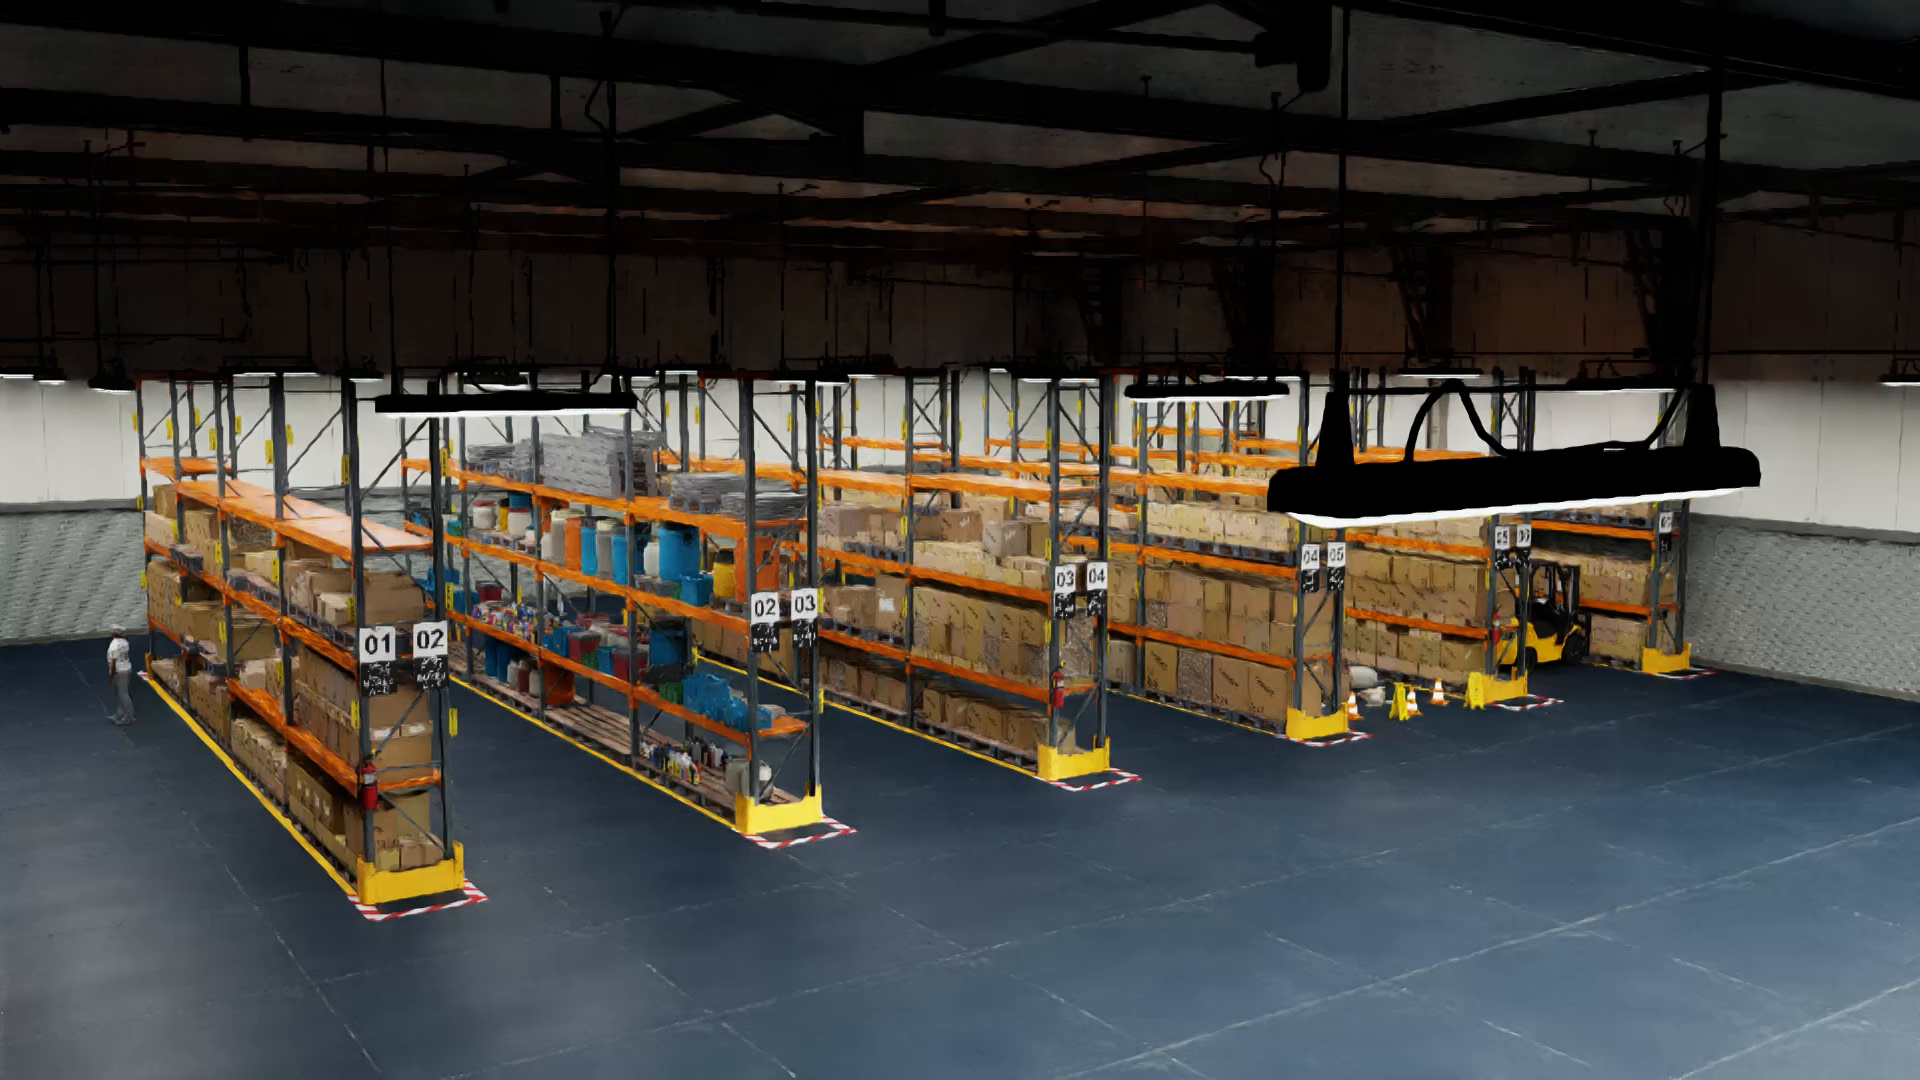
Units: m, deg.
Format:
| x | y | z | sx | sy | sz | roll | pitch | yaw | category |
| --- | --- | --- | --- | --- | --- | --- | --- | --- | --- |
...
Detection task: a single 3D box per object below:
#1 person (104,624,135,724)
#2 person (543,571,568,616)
| x | y | z | sx | sy | sz | roll | pitch | yaw | category |
| --- | --- | --- | --- | --- | --- | --- | --- | --- | --- |
| -14.413 | 2.280 | 28.503 | 0.528 | 1.671 | 0.531 | 0 | 6 | -4 | person |
| -9.794 | 1.018 | 39.933 | 0.495 | 1.589 | 1.067 | -4 | 8 | -31 | person |
